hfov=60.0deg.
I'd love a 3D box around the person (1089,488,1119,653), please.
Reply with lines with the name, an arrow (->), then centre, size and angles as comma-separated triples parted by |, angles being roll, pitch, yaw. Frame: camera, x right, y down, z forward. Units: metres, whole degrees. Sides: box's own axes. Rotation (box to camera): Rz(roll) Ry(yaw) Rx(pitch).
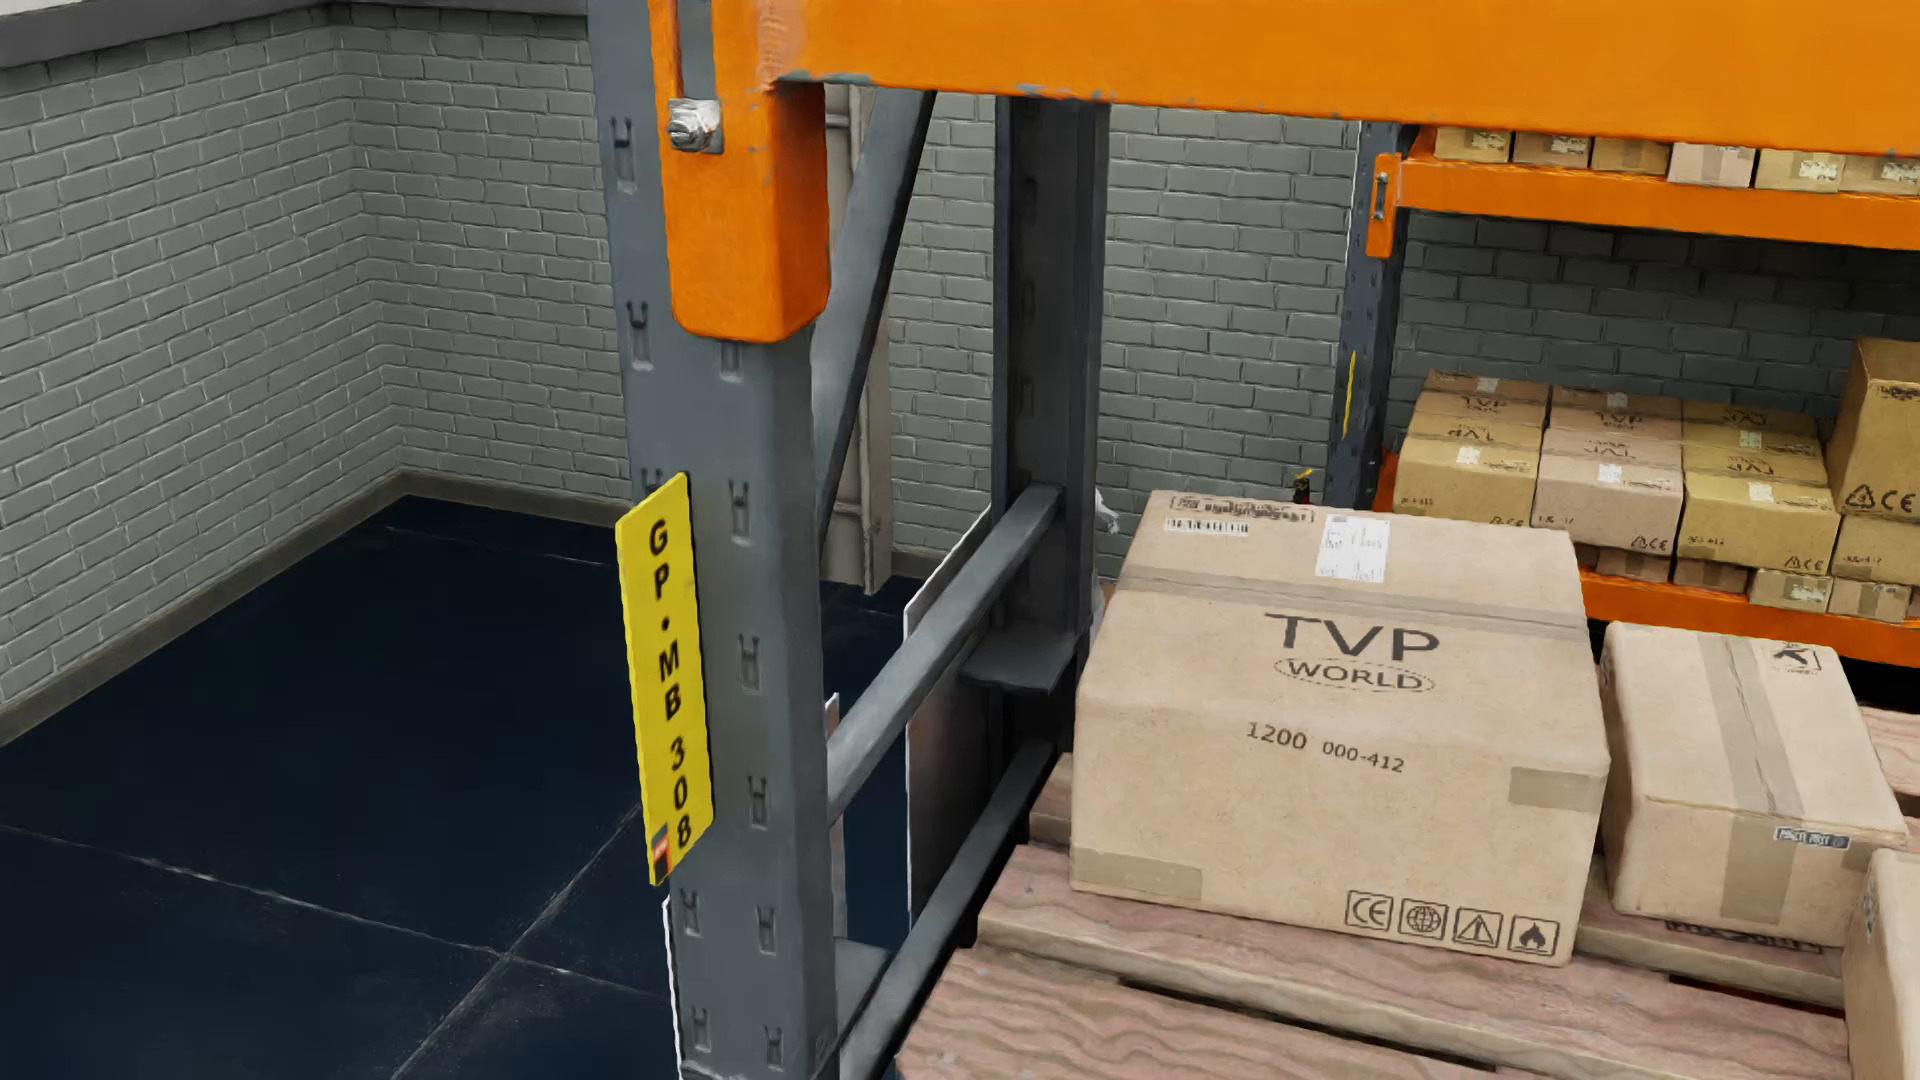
person -> 0.538, -0.058, 7.711 | 0.739, 1.649, 0.540 | 0, 26, 0
